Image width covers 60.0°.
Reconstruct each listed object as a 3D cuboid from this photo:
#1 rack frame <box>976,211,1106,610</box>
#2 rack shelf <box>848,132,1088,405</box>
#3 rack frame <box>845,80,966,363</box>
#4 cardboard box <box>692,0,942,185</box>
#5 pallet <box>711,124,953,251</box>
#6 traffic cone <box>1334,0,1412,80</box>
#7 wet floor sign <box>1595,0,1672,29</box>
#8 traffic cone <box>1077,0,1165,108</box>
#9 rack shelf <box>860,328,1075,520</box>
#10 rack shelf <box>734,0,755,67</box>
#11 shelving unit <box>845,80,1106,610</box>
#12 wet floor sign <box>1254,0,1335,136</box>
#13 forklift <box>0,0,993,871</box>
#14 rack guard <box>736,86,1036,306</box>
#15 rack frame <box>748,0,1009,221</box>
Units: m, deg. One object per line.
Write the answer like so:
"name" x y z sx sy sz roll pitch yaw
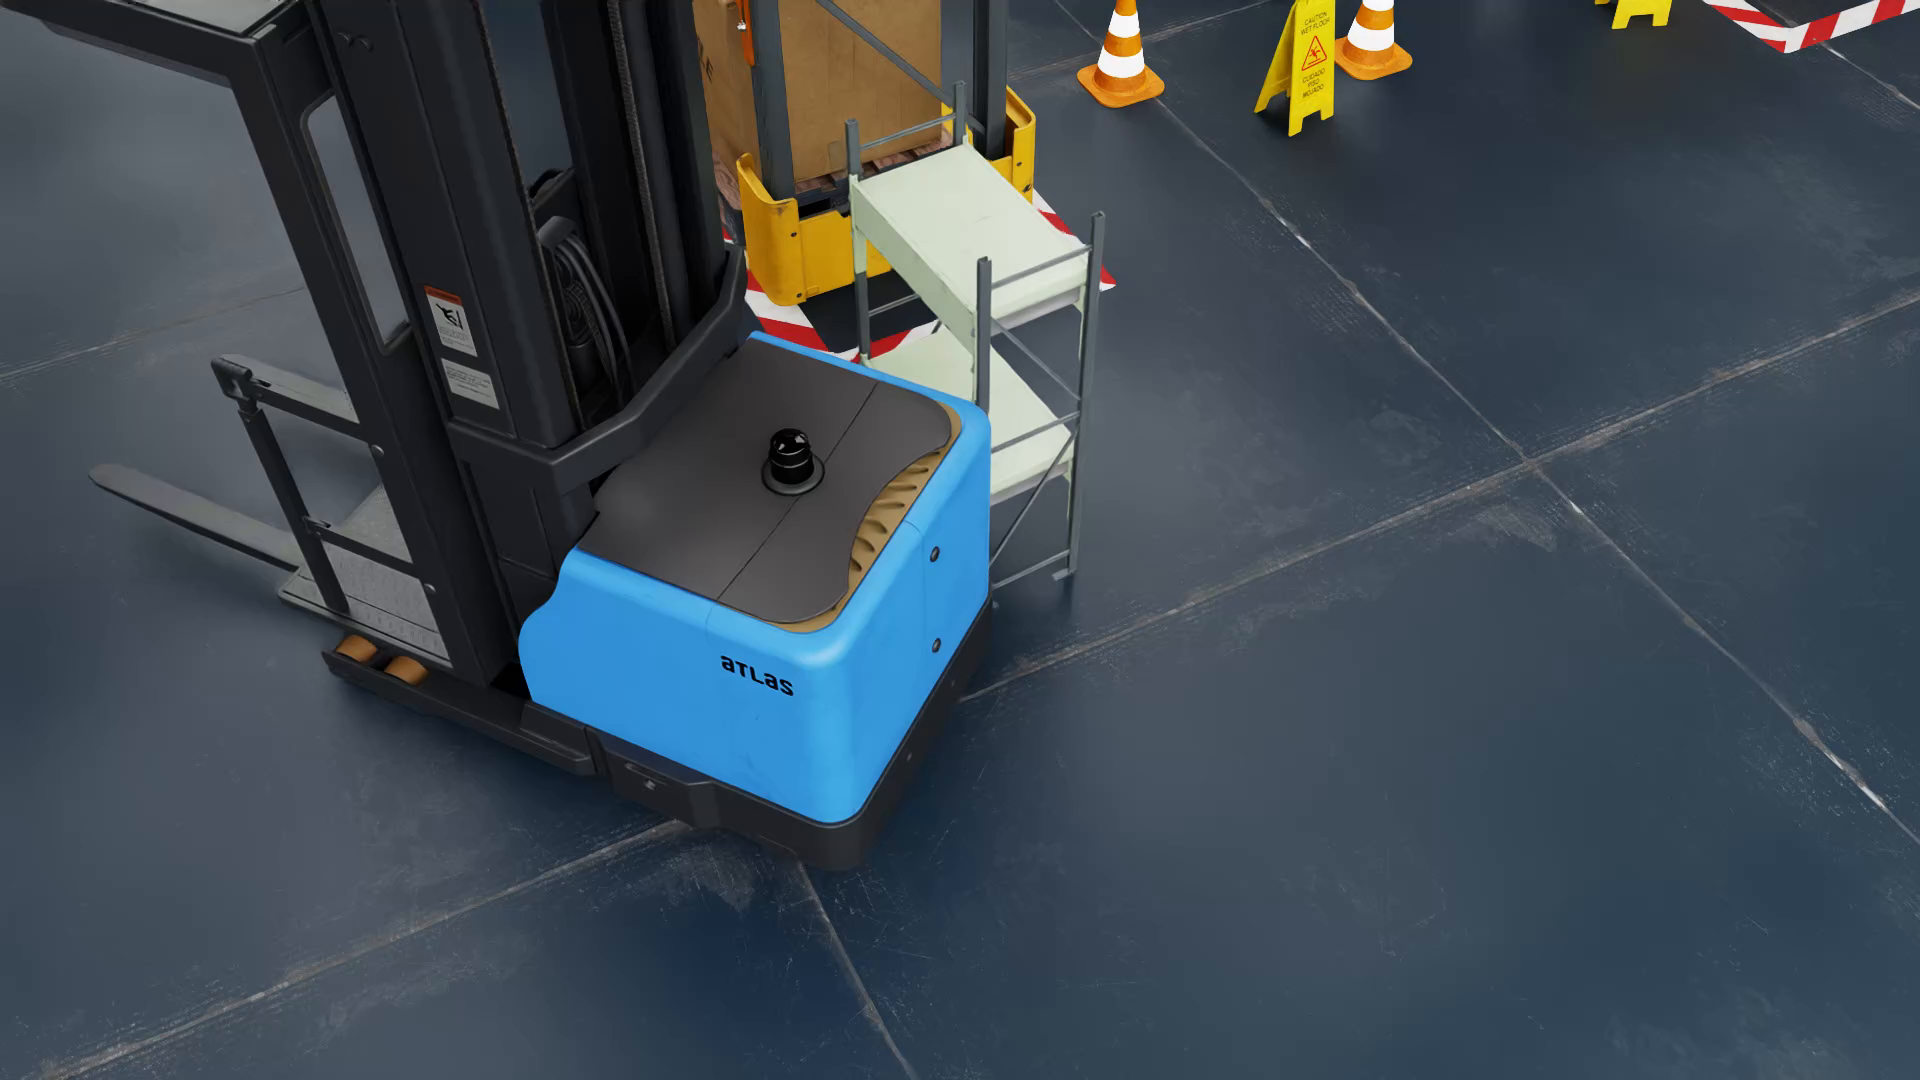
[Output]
"rack frame" 0.221 -0.321 5.034 0.400 1.500 0.023 -24 53 -20
"rack shelf" 0.031 -0.813 4.946 0.431 0.370 0.720 -24 53 -20
"rack frame" -0.158 -0.792 5.446 0.400 1.500 0.023 -24 53 -20
"cardboard box" -0.658 -2.093 6.721 0.875 0.875 0.875 -21 52 -17
"pallet" -0.724 -1.814 7.196 1.003 0.211 1.213 -21 52 -18
"traffic cone" 1.891 -2.395 7.537 0.336 0.463 0.334 -21 52 -18
"wet floor sign" 3.202 -2.725 7.705 0.267 0.644 0.232 -5 49 -5
"traffic cone" 0.731 -2.233 7.396 0.336 0.463 0.334 -21 52 -18
"rack shelf" 0.031 -0.342 5.486 0.431 0.370 0.720 -24 53 -20
"rack shelf" -1.204 -3.325 7.143 1.077 0.370 4.000 -21 52 -18
"shelving unit" 0.031 -0.556 5.240 0.431 1.500 0.755 -24 53 -20
"wet floor sign" 1.485 -2.111 7.168 0.267 0.644 0.232 -30 55 -23
"forklift" -1.455 -0.777 4.483 3.031 2.935 1.130 20 52 16
"rack guard" -0.278 -1.385 6.629 1.175 0.500 0.348 -21 52 -18
"rack frame" -0.289 -2.224 5.702 1.000 3.000 0.127 -21 52 -18
